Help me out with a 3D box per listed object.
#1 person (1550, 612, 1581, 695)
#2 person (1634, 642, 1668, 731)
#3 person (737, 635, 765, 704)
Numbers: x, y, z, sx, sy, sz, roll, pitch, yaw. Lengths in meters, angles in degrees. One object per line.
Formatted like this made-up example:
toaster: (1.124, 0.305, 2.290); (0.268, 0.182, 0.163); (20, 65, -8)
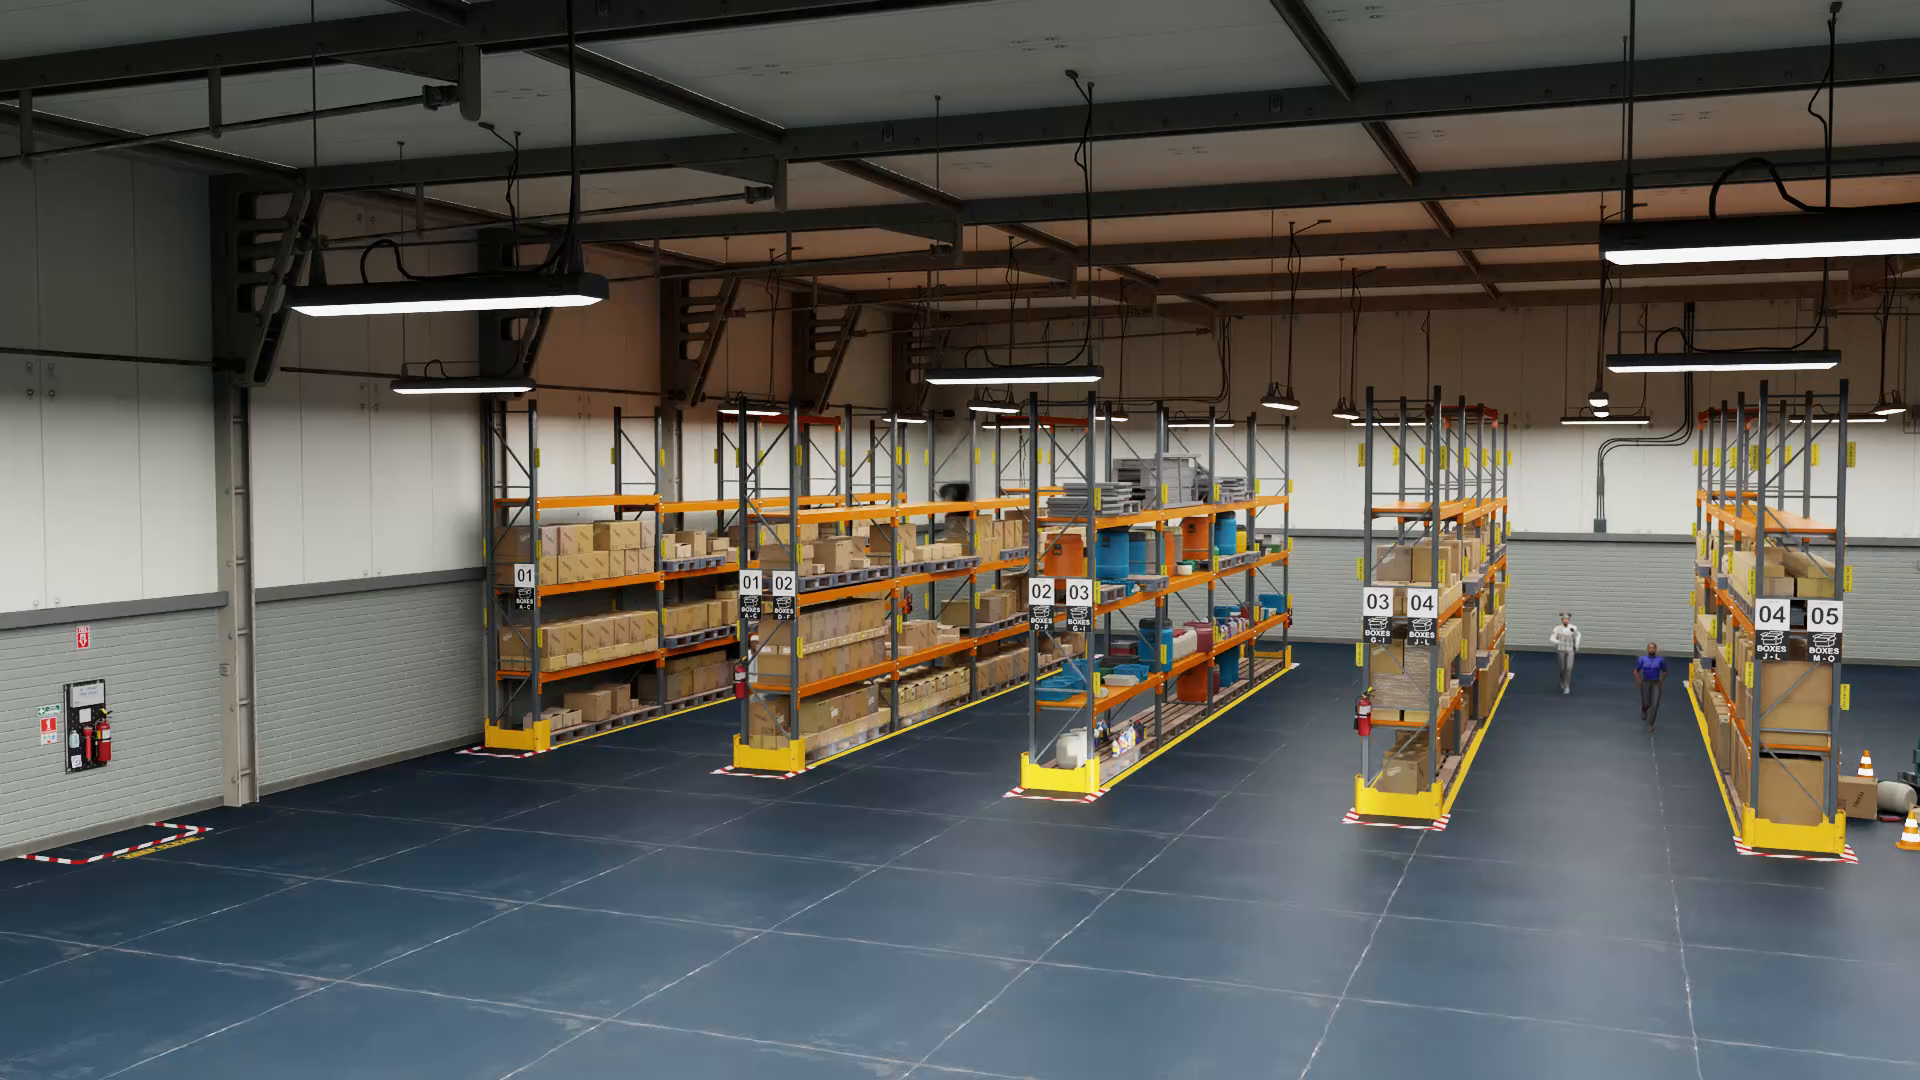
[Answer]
person: (12.955, 2.400, 35.588); (0.620, 1.728, 0.885); (1, 3, 21)
person: (12.763, 2.696, 30.710); (0.582, 1.618, 0.578); (1, 3, 17)
person: (-3.751, 2.623, 30.395); (0.682, 1.770, 0.651); (0, 3, 6)
